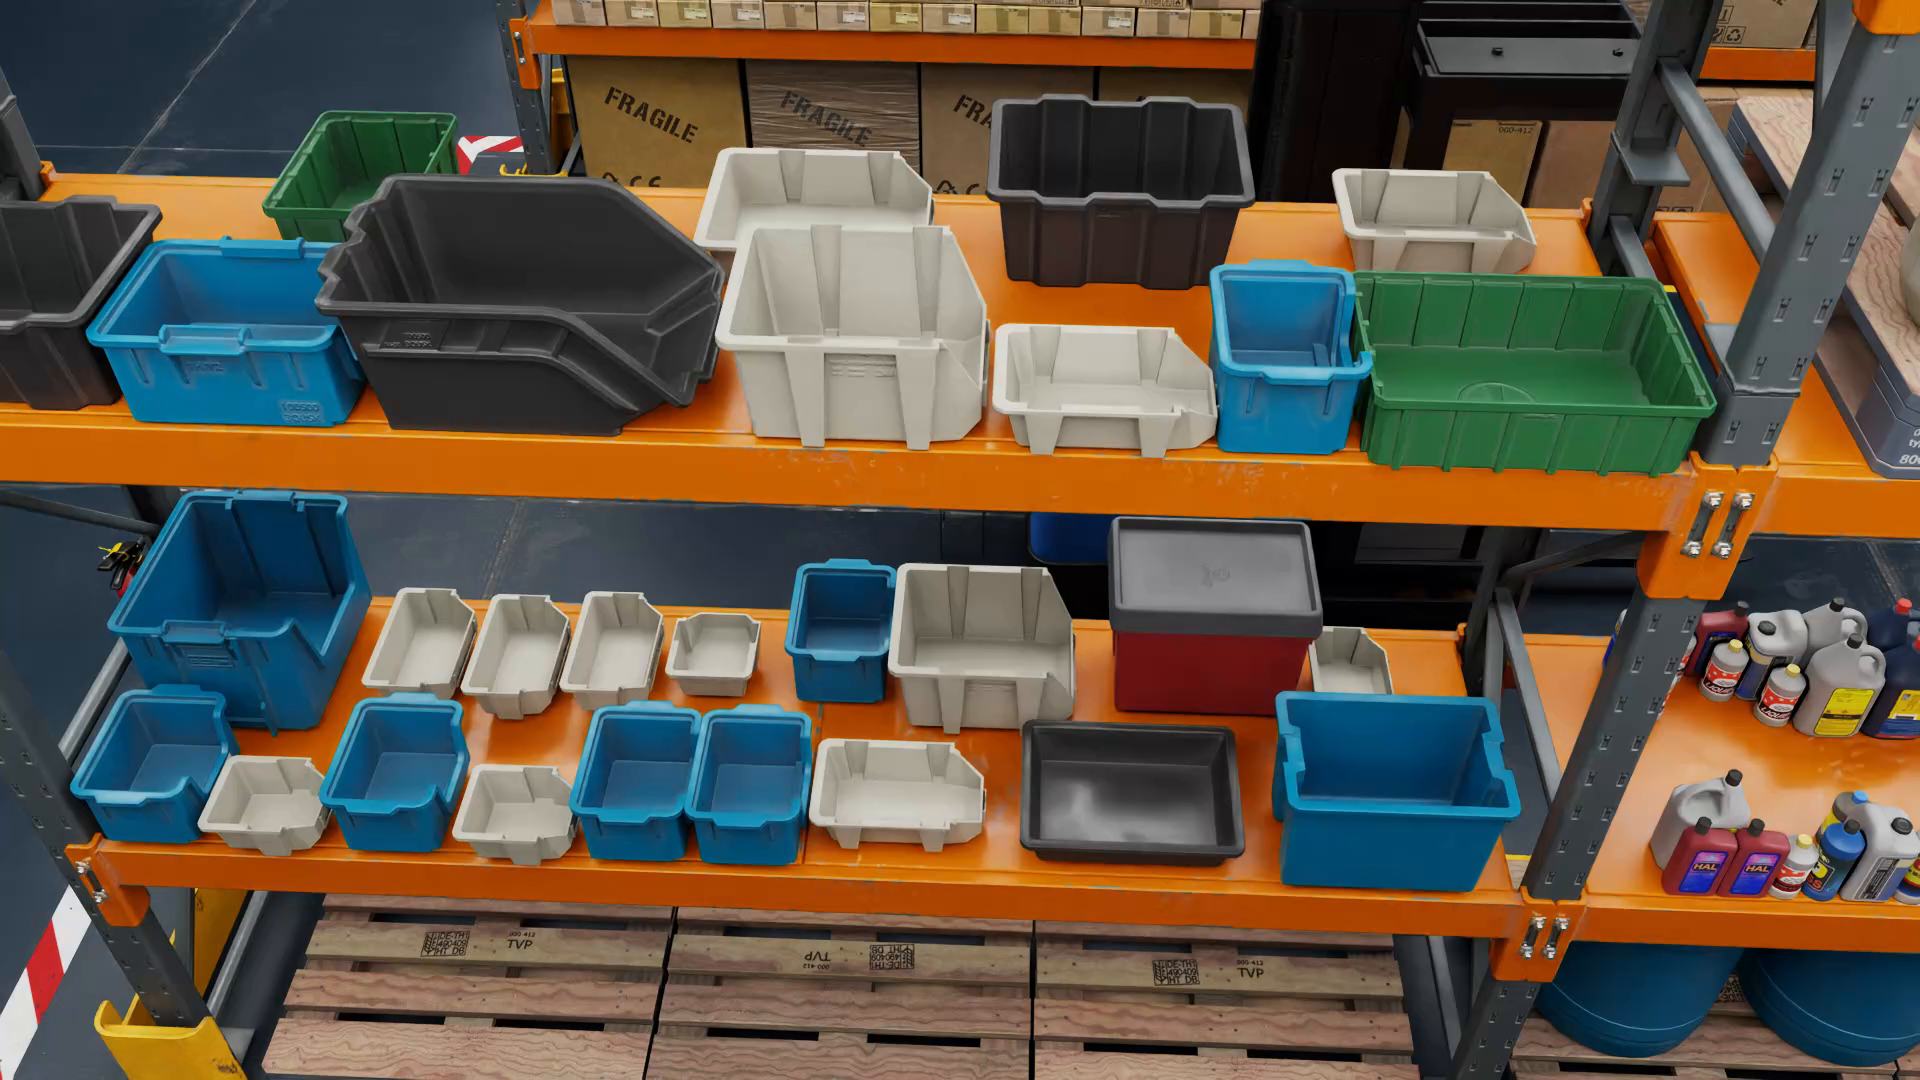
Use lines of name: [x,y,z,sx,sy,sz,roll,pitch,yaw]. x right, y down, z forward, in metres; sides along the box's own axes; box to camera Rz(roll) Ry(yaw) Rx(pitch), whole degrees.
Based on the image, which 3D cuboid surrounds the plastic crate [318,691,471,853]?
plastic crate: [-1.516,0.647,4.519,0.300,0.233,0.416,2,43,2]

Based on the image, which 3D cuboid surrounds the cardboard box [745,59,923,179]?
cardboard box: [-0.630,-2.400,8.962,0.875,0.875,0.875,2,43,2]

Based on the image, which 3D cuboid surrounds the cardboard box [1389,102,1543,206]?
cardboard box: [2.454,-2.265,8.816,0.875,0.875,1.225,2,43,2]

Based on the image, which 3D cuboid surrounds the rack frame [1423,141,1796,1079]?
rack frame: [1.591,0.478,4.621,0.127,3.000,1.000,2,43,2]

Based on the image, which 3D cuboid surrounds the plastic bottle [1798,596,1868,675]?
plastic bottle: [2.524,0.302,4.847,0.185,0.351,0.144,2,43,2]

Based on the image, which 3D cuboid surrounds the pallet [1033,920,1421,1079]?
pallet: [0.854,1.502,5.568,1.213,0.211,1.003,2,43,2]

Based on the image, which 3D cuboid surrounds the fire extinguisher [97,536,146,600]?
fire extinguisher: [-2.536,0.206,5.244,0.183,0.674,0.296,2,43,2]

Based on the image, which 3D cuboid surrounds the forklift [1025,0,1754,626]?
forklift: [1.802,-1.082,6.347,3.031,2.935,1.130,1,43,1]

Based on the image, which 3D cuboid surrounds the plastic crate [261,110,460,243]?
plastic crate: [-1.407,-0.829,3.979,0.336,0.188,0.450,2,43,2]

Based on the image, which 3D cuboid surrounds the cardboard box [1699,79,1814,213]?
cardboard box: [4.231,-2.216,8.764,0.875,0.875,1.225,2,43,2]

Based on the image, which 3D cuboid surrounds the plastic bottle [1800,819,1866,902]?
plastic bottle: [2.284,0.825,4.343,0.097,0.271,0.097,0,43,0]

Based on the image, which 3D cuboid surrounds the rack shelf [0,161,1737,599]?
rack shelf: [-0.407,-0.417,3.910,4.000,0.370,1.077,2,43,2]

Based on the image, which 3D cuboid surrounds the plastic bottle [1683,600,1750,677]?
plastic bottle: [2.232,0.289,4.910,0.133,0.283,0.061,2,43,2]

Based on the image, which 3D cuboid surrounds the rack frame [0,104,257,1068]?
rack frame: [-2.405,0.355,4.753,0.127,3.000,1.000,2,43,2]

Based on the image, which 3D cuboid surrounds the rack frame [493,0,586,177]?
rack frame: [-2.182,-3.017,8.374,0.127,3.000,1.000,2,43,2]

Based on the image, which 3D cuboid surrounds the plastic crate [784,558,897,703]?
plastic crate: [-0.342,0.283,4.910,0.300,0.233,0.416,2,43,2]

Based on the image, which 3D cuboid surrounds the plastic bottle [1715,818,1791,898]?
plastic bottle: [2.071,0.827,4.333,0.133,0.283,0.061,2,43,2]

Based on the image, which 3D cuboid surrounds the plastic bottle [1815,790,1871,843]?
plastic bottle: [2.388,0.750,4.475,0.097,0.201,0.097,0,43,0]

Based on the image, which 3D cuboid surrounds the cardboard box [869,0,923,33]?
cardboard box: [-0.306,-2.643,8.157,0.250,0.149,0.380,1,43,1]

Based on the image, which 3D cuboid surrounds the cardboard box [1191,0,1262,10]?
cardboard box: [1.361,-2.783,8.014,0.500,0.250,0.500,1,43,1]

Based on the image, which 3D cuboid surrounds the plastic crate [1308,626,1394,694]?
plastic crate: [1.132,0.441,4.811,0.243,0.136,0.396,2,43,2]

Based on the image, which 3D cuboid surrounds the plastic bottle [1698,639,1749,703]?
plastic bottle: [2.246,0.373,4.880,0.097,0.201,0.097,0,43,0]

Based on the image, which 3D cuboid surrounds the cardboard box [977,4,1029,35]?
cardboard box: [0.210,-2.628,8.140,0.250,0.149,0.380,1,43,1]

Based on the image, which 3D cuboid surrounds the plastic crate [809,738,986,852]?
plastic crate: [-0.163,0.704,4.528,0.466,0.136,0.293,2,43,2]

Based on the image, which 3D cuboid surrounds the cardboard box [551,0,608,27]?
cardboard box: [-1.843,-2.690,8.206,0.250,0.149,0.380,2,43,2]

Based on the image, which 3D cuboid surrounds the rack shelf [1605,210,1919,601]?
rack shelf: [3.589,-0.295,3.778,4.000,0.370,1.077,2,43,2]

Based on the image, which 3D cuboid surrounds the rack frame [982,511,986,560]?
rack frame: [0.106,-0.436,6.923,0.006,1.200,0.240,2,43,2]

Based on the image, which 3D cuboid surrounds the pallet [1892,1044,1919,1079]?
pallet: [3.581,1.586,5.478,1.213,0.211,1.003,2,43,2]

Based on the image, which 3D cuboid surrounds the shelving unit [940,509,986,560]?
shelving unit: [0.014,-0.439,6.926,0.189,1.200,0.258,2,43,2]

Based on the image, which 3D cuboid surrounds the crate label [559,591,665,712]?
crate label: [-1.014,0.342,4.917,0.243,0.136,0.396,2,43,2]

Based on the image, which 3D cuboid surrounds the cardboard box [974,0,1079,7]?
cardboard box: [0.334,-2.813,8.046,0.500,0.250,0.500,3,43,3]

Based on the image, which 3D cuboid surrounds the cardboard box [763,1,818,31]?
cardboard box: [-0.816,-2.659,8.174,0.250,0.149,0.380,1,43,1]

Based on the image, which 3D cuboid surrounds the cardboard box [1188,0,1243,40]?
cardboard box: [1.237,-2.596,8.106,0.250,0.149,0.380,3,43,3]

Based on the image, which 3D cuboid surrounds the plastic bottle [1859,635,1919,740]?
plastic bottle: [2.702,0.406,4.736,0.185,0.351,0.144,2,43,2]

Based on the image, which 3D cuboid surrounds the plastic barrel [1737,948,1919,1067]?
plastic barrel: [2.841,1.142,5.140,0.708,0.901,0.600,2,43,2]

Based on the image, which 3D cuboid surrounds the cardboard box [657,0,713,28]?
cardboard box: [-1.330,-2.675,8.191,0.250,0.149,0.380,1,43,1]

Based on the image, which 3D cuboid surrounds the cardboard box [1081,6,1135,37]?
cardboard box: [0.724,-2.612,8.123,0.250,0.149,0.380,3,43,3]

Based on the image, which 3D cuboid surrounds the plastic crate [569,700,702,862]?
plastic crate: [-0.858,0.667,4.498,0.300,0.233,0.416,2,43,2]

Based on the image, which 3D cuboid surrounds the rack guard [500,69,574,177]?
rack guard: [-2.206,-2.103,9.226,0.348,0.500,1.175,2,43,2]

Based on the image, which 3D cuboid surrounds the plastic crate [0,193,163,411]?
plastic crate: [-2.033,-0.493,3.559,0.590,0.269,0.497,2,43,2]

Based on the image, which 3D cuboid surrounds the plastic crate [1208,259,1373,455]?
plastic crate: [0.667,-0.369,3.453,0.300,0.233,0.416,2,43,2]

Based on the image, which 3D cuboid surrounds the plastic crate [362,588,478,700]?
plastic crate: [-1.583,0.332,4.928,0.243,0.136,0.396,2,43,2]

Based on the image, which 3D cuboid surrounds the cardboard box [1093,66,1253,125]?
cardboard box: [1.158,-2.345,8.903,0.875,0.875,0.875,2,43,2]

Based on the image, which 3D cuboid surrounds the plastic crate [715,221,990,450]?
plastic crate: [-0.205,-0.421,3.472,0.530,0.282,0.437,2,43,2]

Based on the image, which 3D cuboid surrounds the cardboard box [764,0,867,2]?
cardboard box: [-0.694,-2.843,8.079,0.500,0.250,0.500,0,43,0]

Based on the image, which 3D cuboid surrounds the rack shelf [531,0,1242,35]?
rack shelf: [-0.184,-2.764,8.486,3.809,0.124,0.919,2,43,2]

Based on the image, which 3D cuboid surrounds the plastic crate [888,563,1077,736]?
plastic crate: [0.073,0.327,4.826,0.530,0.282,0.437,2,43,2]

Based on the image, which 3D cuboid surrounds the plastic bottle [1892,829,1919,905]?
plastic bottle: [2.516,0.832,4.336,0.097,0.271,0.097,0,43,0]

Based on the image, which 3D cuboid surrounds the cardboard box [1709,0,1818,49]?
cardboard box: [3.780,-2.704,7.964,0.500,0.500,0.500,3,43,3]

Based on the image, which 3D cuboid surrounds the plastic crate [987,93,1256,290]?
plastic crate: [0.362,-0.796,3.885,0.590,0.269,0.497,2,43,2]
